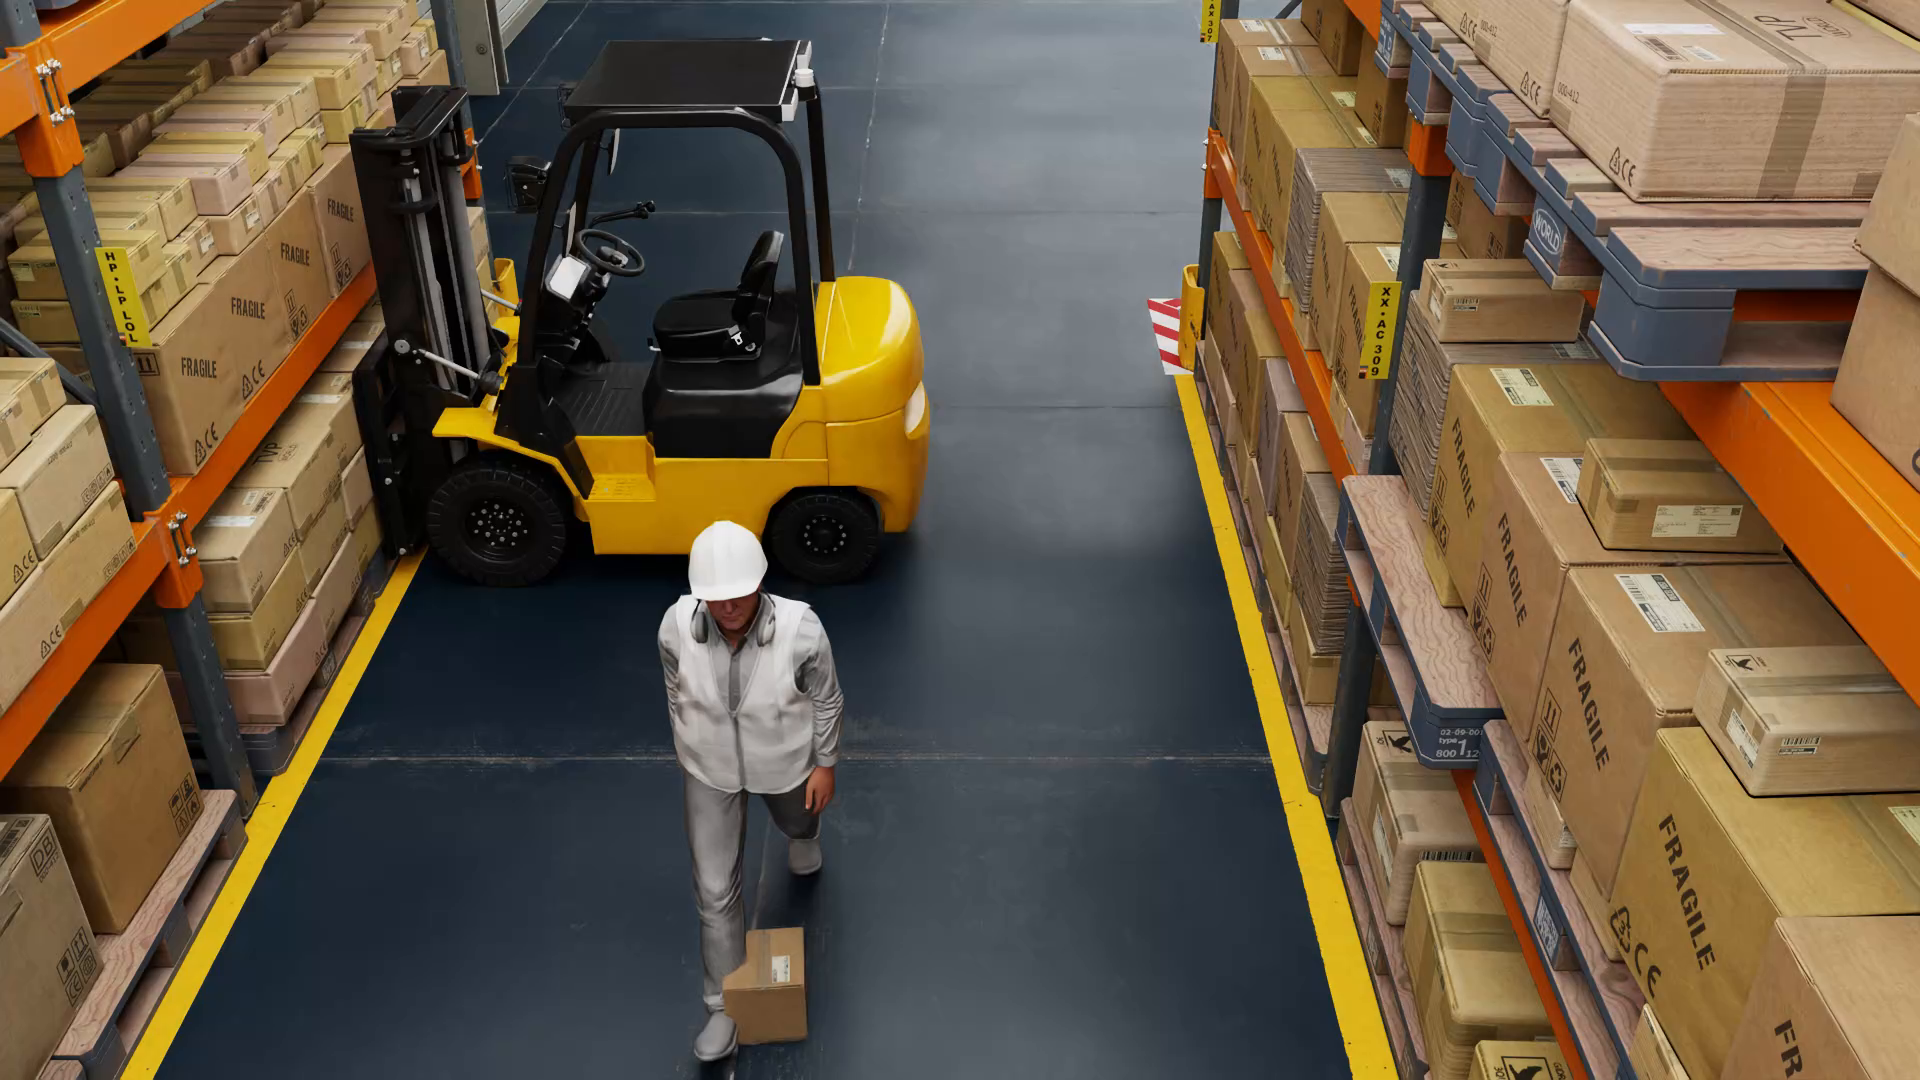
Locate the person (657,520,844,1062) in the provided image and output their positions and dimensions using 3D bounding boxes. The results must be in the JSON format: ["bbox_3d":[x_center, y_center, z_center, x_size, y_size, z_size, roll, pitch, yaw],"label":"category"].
[{"bbox_3d":[-0.619,0.644,5.099,0.542,1.717,1.116,-1,31,-1],"label":"person"}]
